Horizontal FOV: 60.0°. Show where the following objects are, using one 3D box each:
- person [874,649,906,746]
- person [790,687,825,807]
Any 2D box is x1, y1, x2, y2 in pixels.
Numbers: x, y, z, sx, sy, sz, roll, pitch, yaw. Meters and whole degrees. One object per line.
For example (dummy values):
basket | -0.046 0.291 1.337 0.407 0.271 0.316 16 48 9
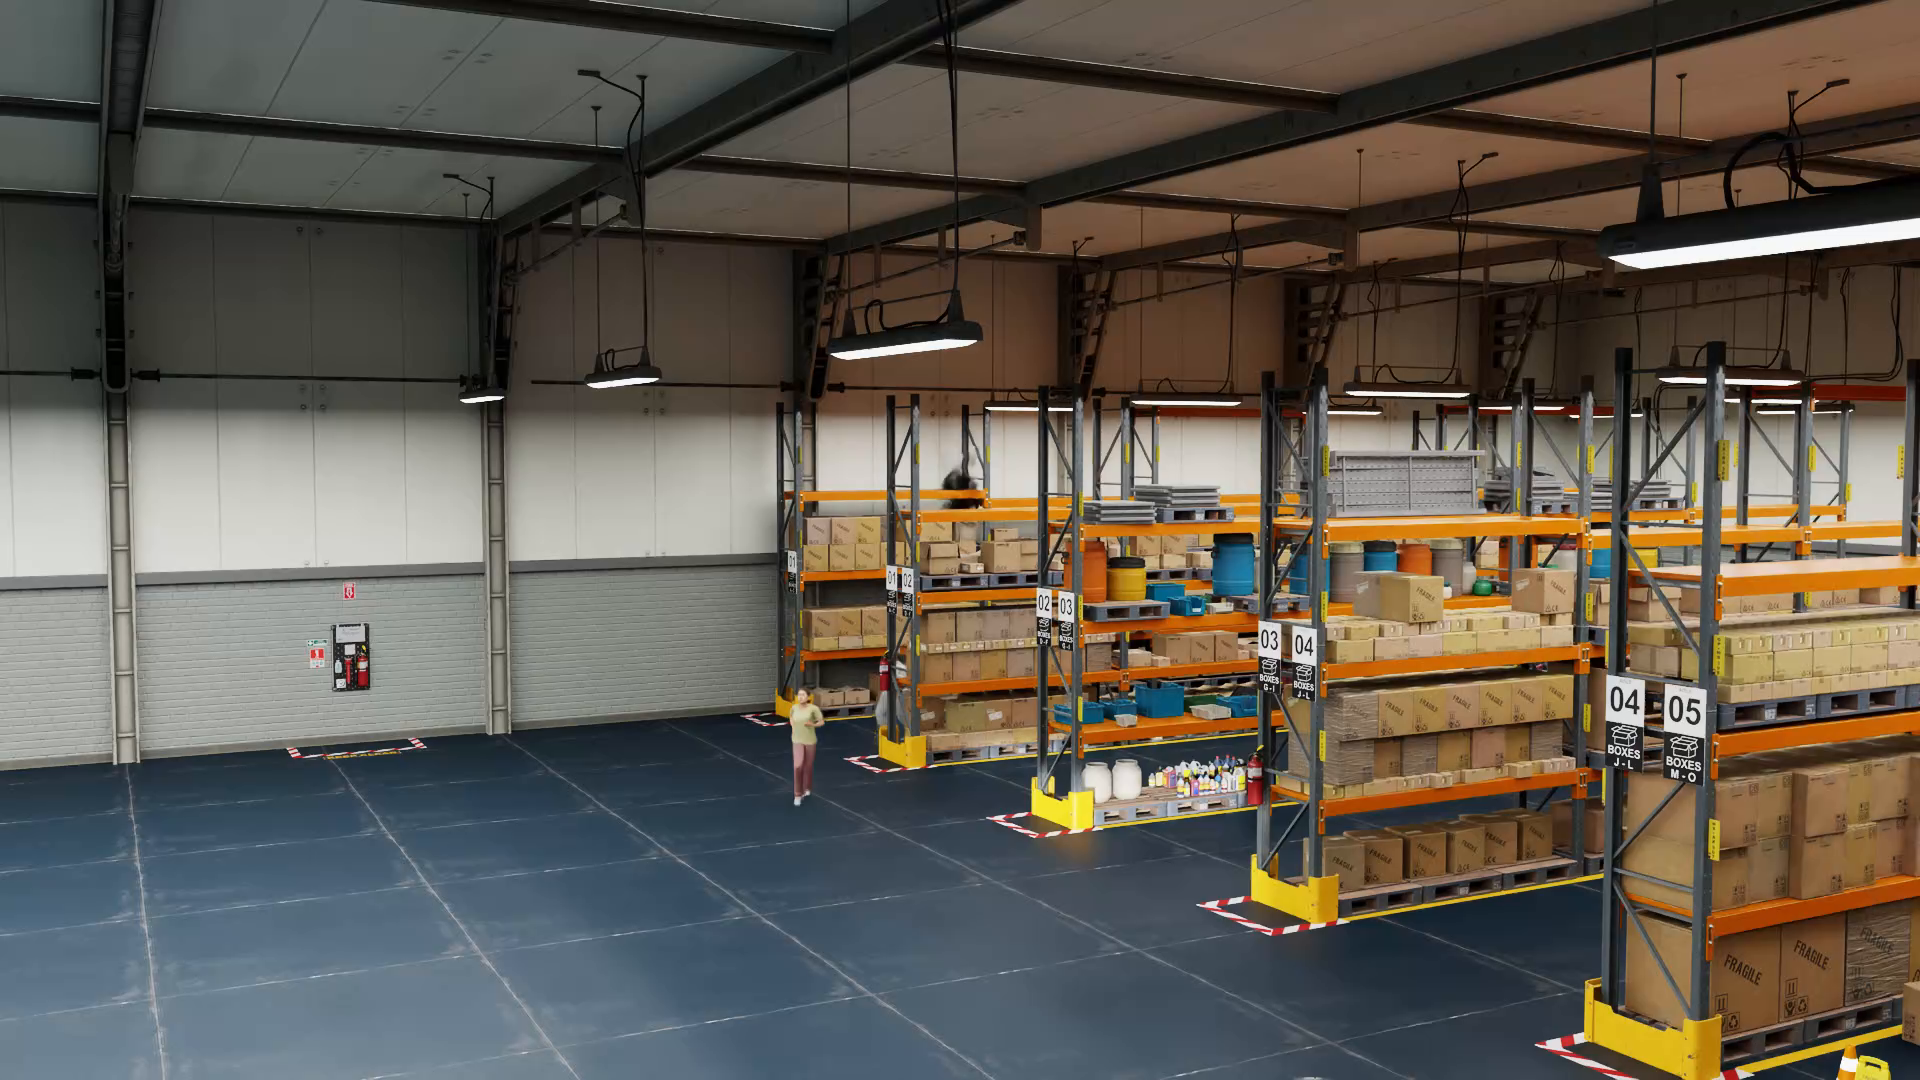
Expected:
person | -1.142 2.706 28.768 0.750 1.728 0.580 -3 4 -39
person | -2.223 2.980 24.087 0.546 1.730 0.735 0 3 3
